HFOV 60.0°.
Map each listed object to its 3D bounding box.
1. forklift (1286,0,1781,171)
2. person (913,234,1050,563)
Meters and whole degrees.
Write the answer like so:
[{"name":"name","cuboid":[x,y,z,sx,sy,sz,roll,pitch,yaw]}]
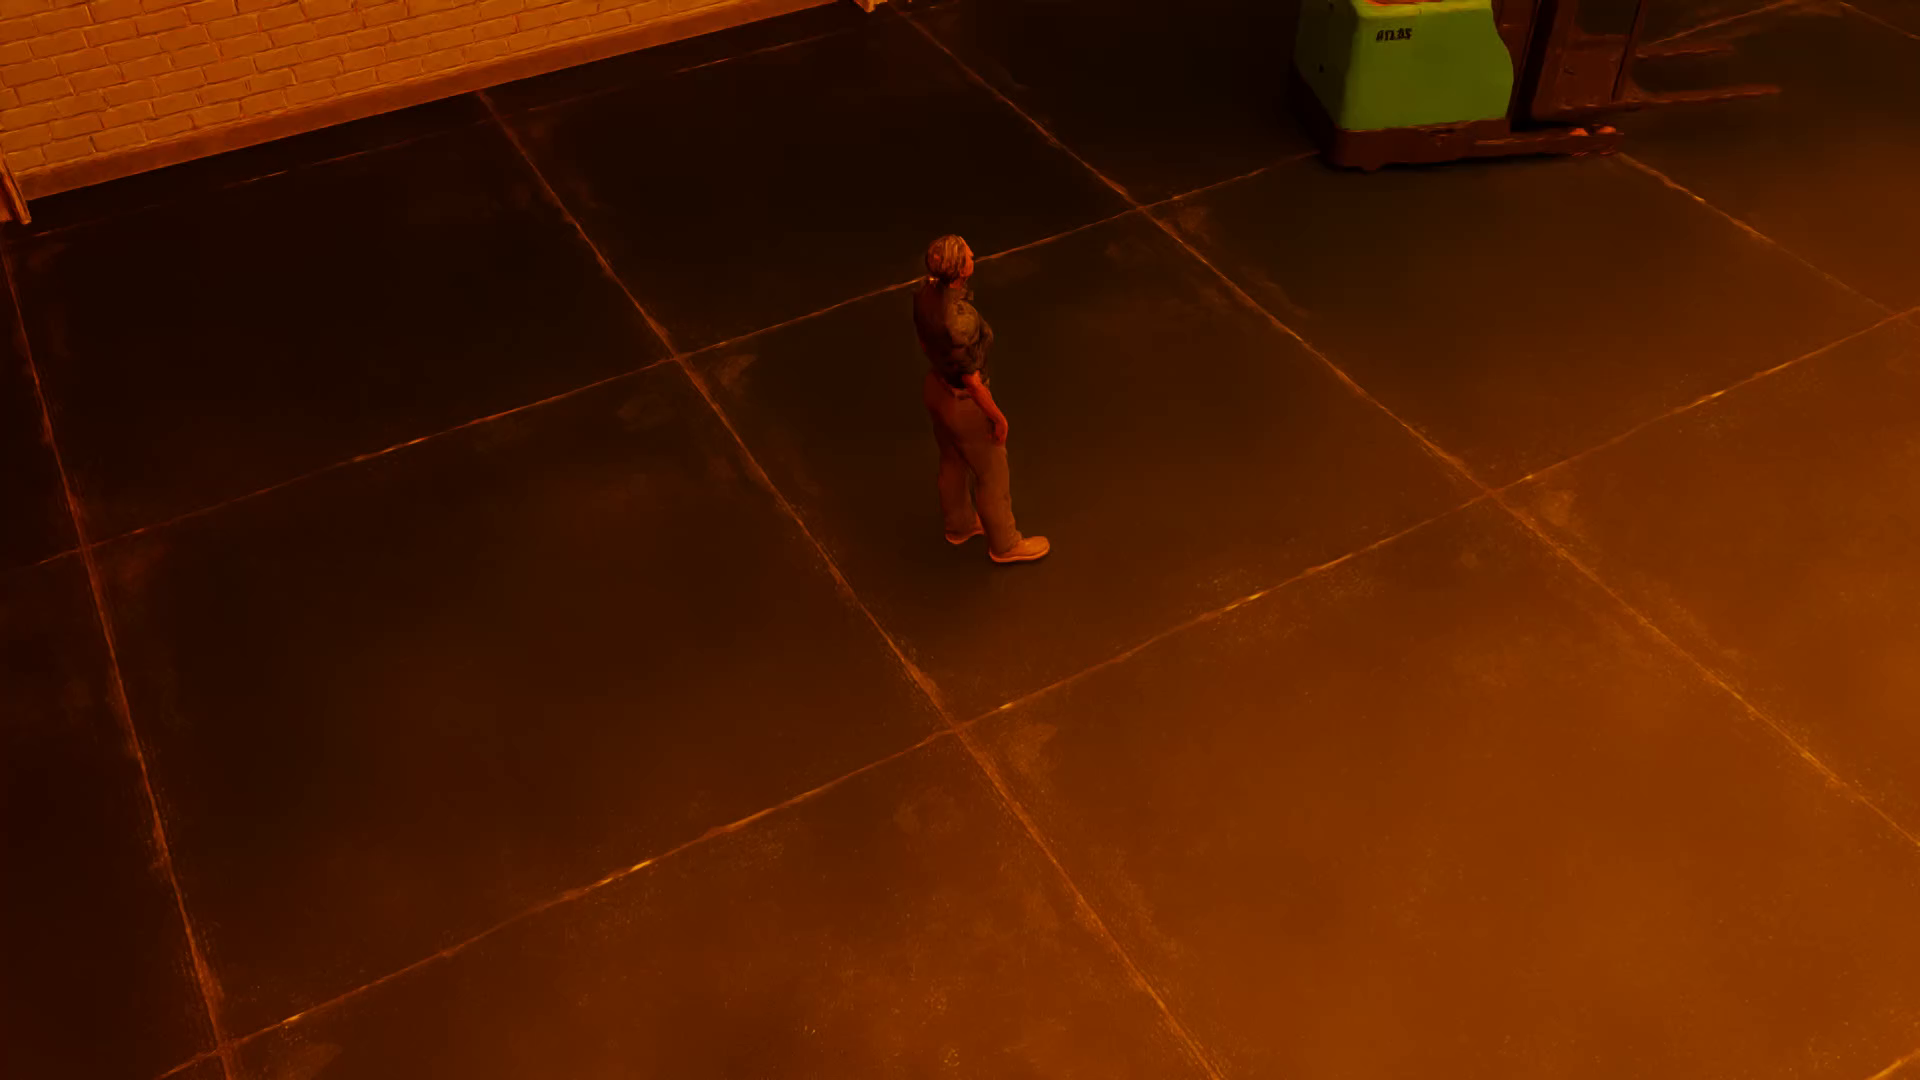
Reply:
[{"name":"forklift","cuboid":[3.703,-3.834,9.832,3.031,2.935,1.130,-7,43,-7]},{"name":"person","cuboid":[0.086,-0.630,7.305,0.503,1.654,0.570,-21,47,-21]}]
